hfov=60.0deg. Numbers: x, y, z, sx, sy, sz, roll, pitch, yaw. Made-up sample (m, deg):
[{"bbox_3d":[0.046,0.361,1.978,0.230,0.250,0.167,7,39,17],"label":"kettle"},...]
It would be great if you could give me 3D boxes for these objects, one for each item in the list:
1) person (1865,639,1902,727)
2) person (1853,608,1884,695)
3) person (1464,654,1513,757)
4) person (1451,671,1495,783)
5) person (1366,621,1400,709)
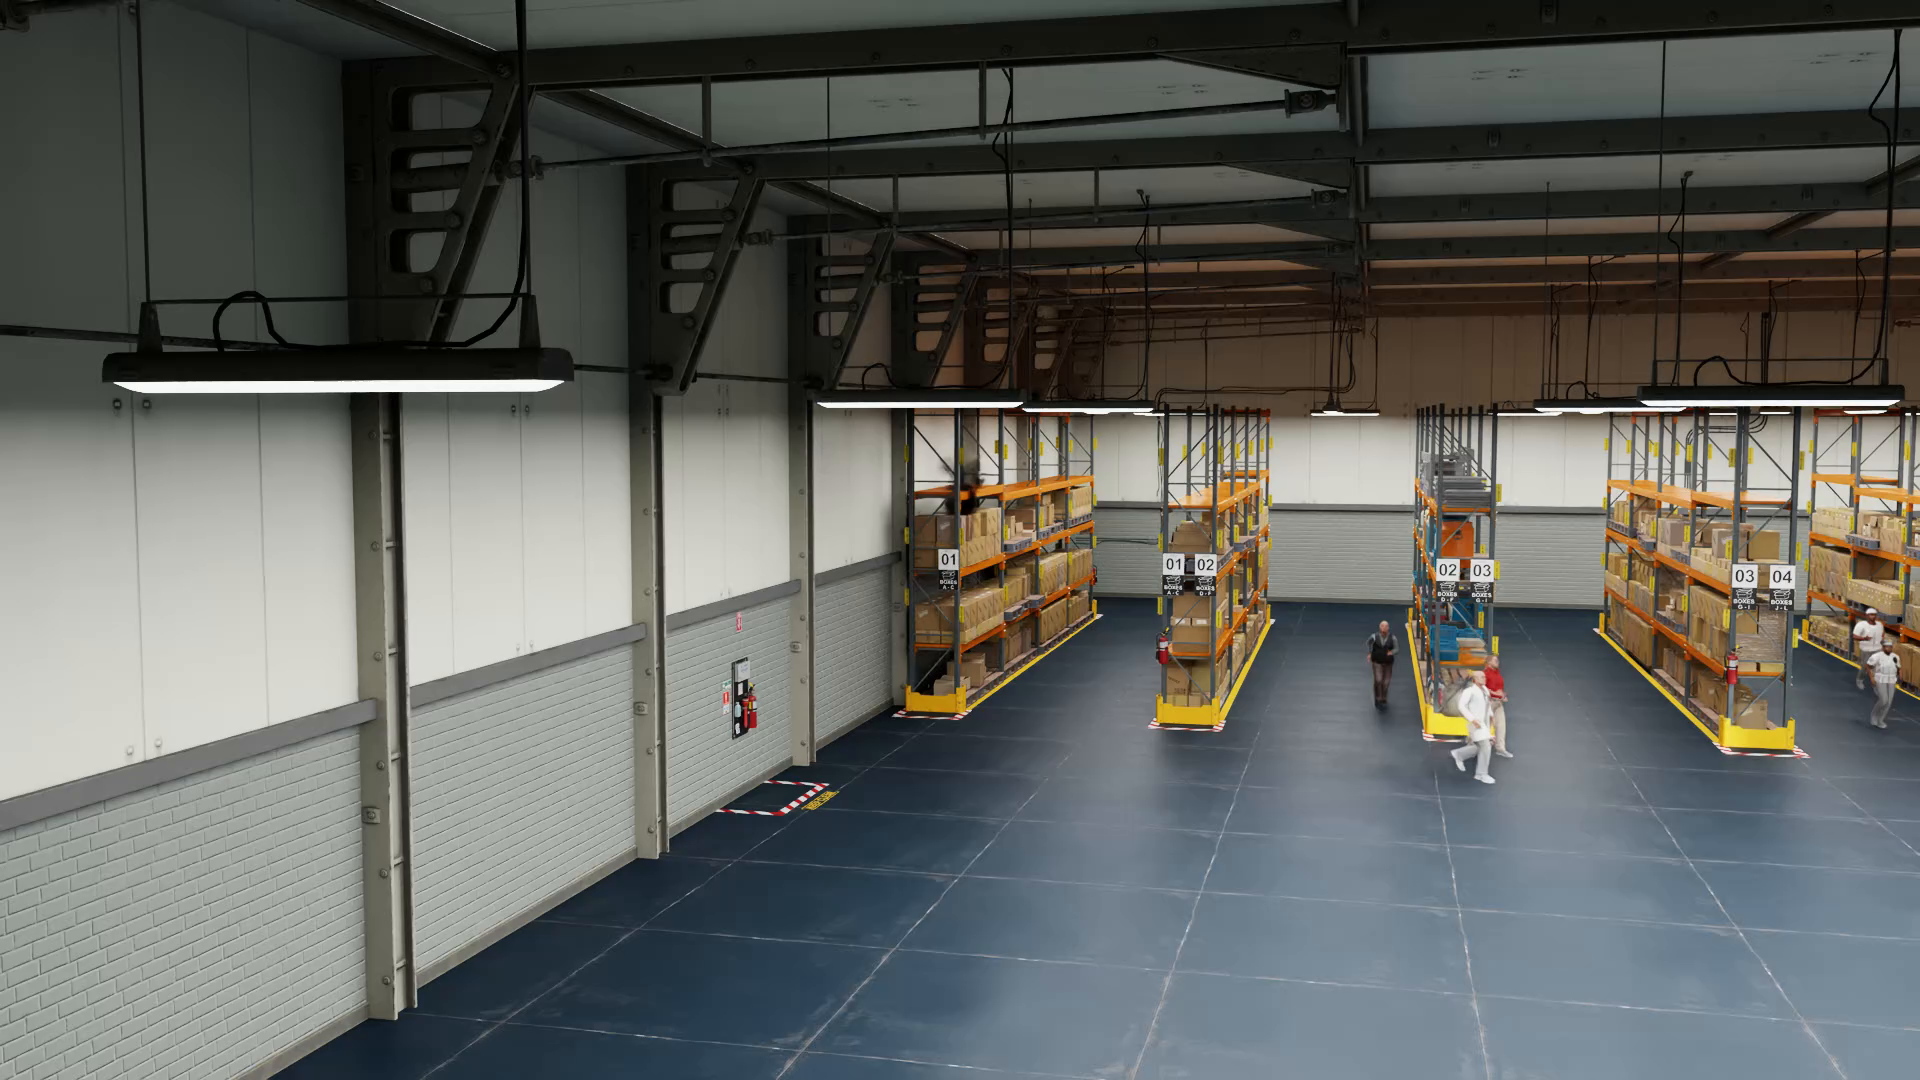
[{"bbox_3d":[17.136,2.648,30.753,0.585,1.668,0.589,0,4,3],"label":"person"},{"bbox_3d":[18.914,2.292,34.540,0.701,1.765,0.917,1,4,8],"label":"person"},{"bbox_3d":[9.014,2.795,28.243,0.682,1.716,0.858,-3,5,-39],"label":"person"},{"bbox_3d":[8.160,2.937,26.420,0.817,1.755,0.731,4,6,45],"label":"person"},{"bbox_3d":[8.365,2.474,32.896,0.620,1.749,0.811,1,4,8],"label":"person"}]
